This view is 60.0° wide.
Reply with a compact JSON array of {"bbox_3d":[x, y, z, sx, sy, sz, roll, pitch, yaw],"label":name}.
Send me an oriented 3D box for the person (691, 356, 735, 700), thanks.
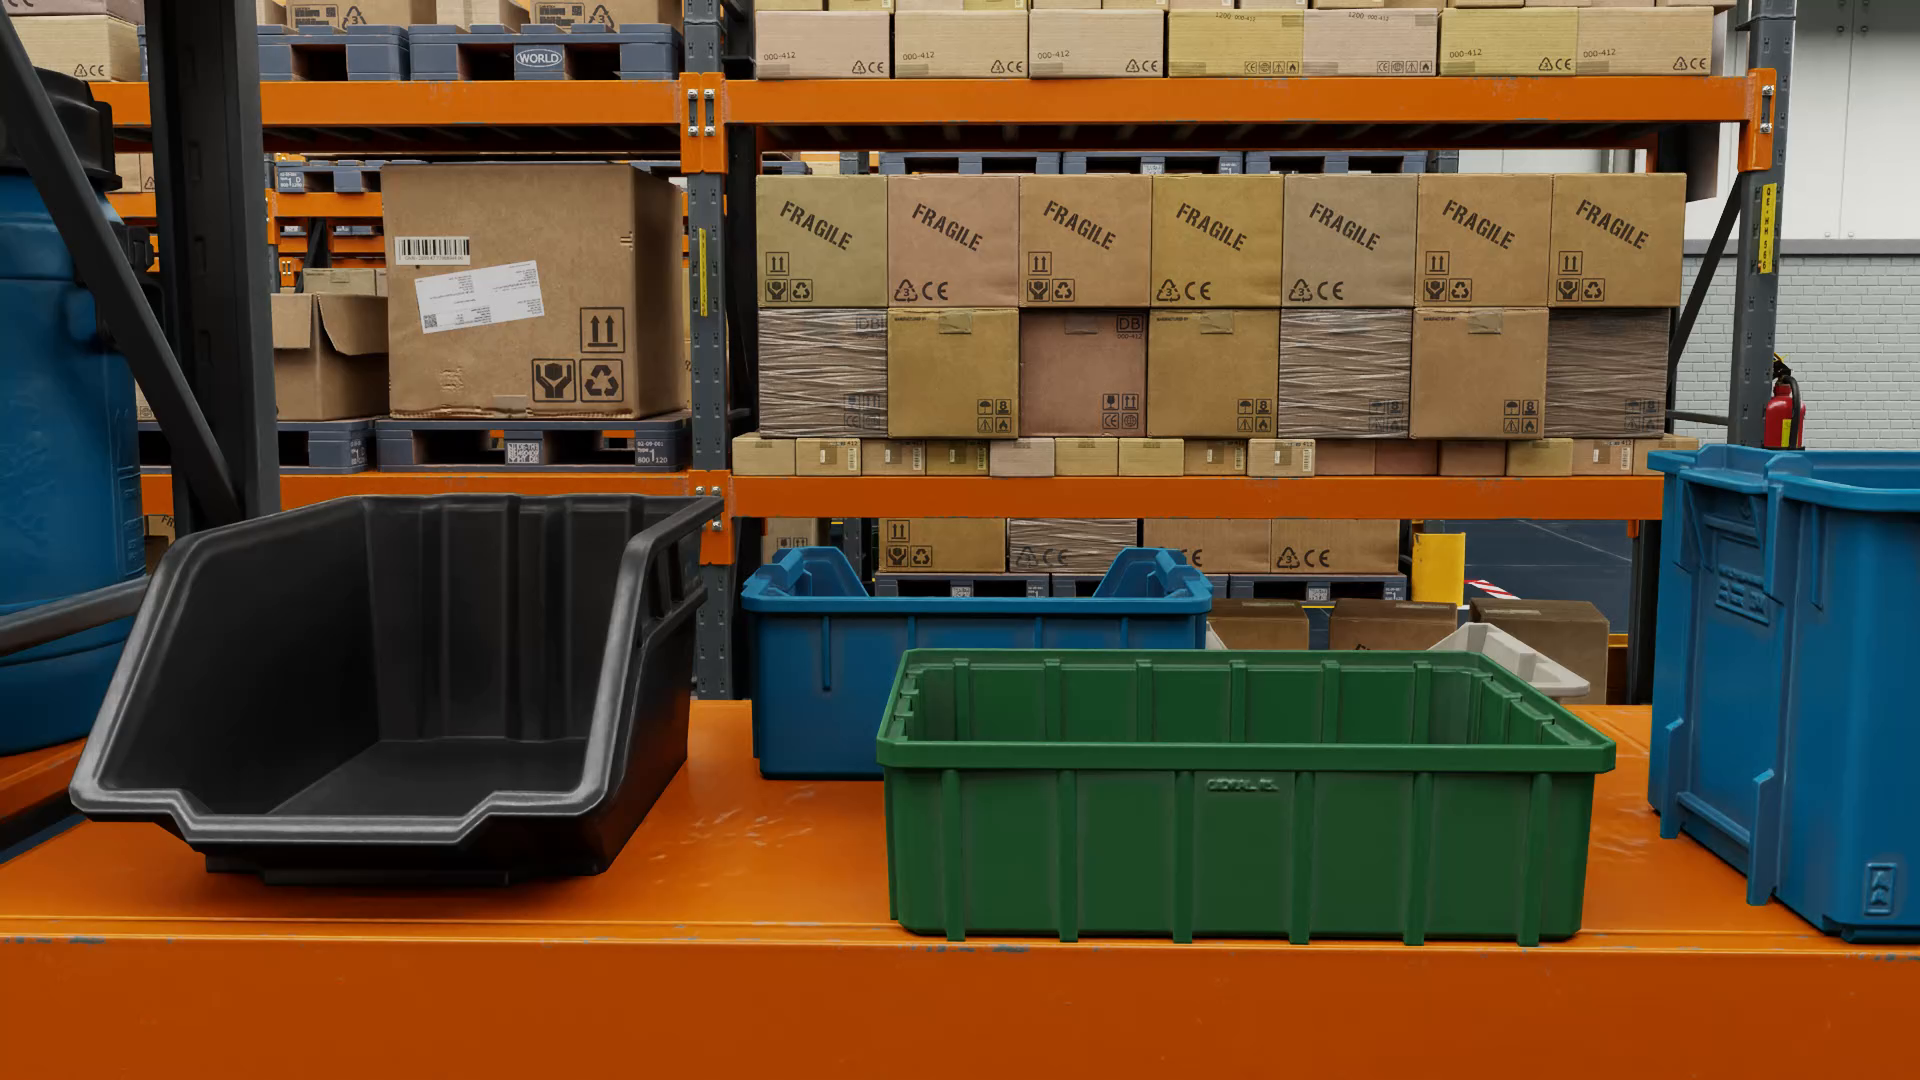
[{"bbox_3d":[-1.222,-0.066,8.445,0.378,1.770,0.567,-1,7,-6],"label":"person"}]
